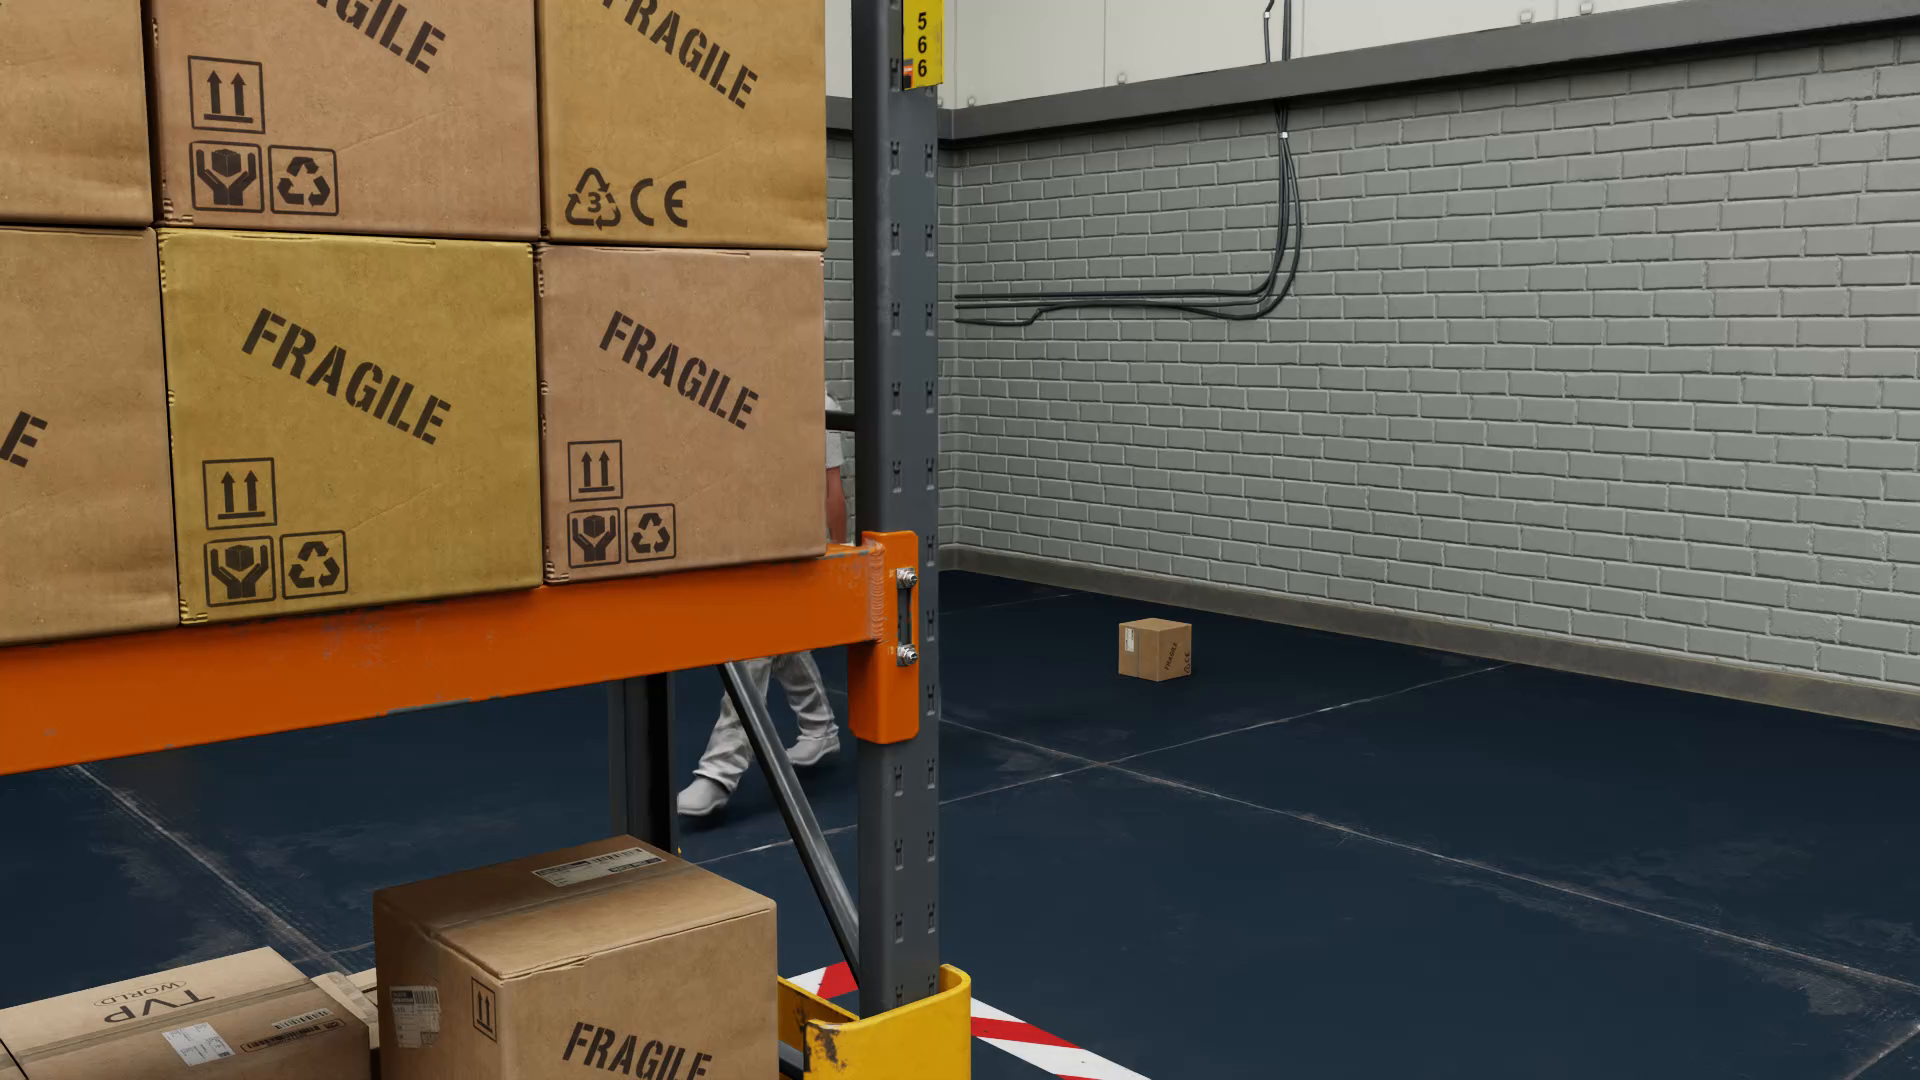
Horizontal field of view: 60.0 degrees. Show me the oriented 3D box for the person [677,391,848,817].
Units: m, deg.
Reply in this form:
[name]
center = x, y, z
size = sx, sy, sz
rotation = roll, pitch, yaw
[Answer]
[person]
center = -0.763, 0.030, 5.887
size = 0.597, 1.730, 1.012
rotation = 6, 9, 38
